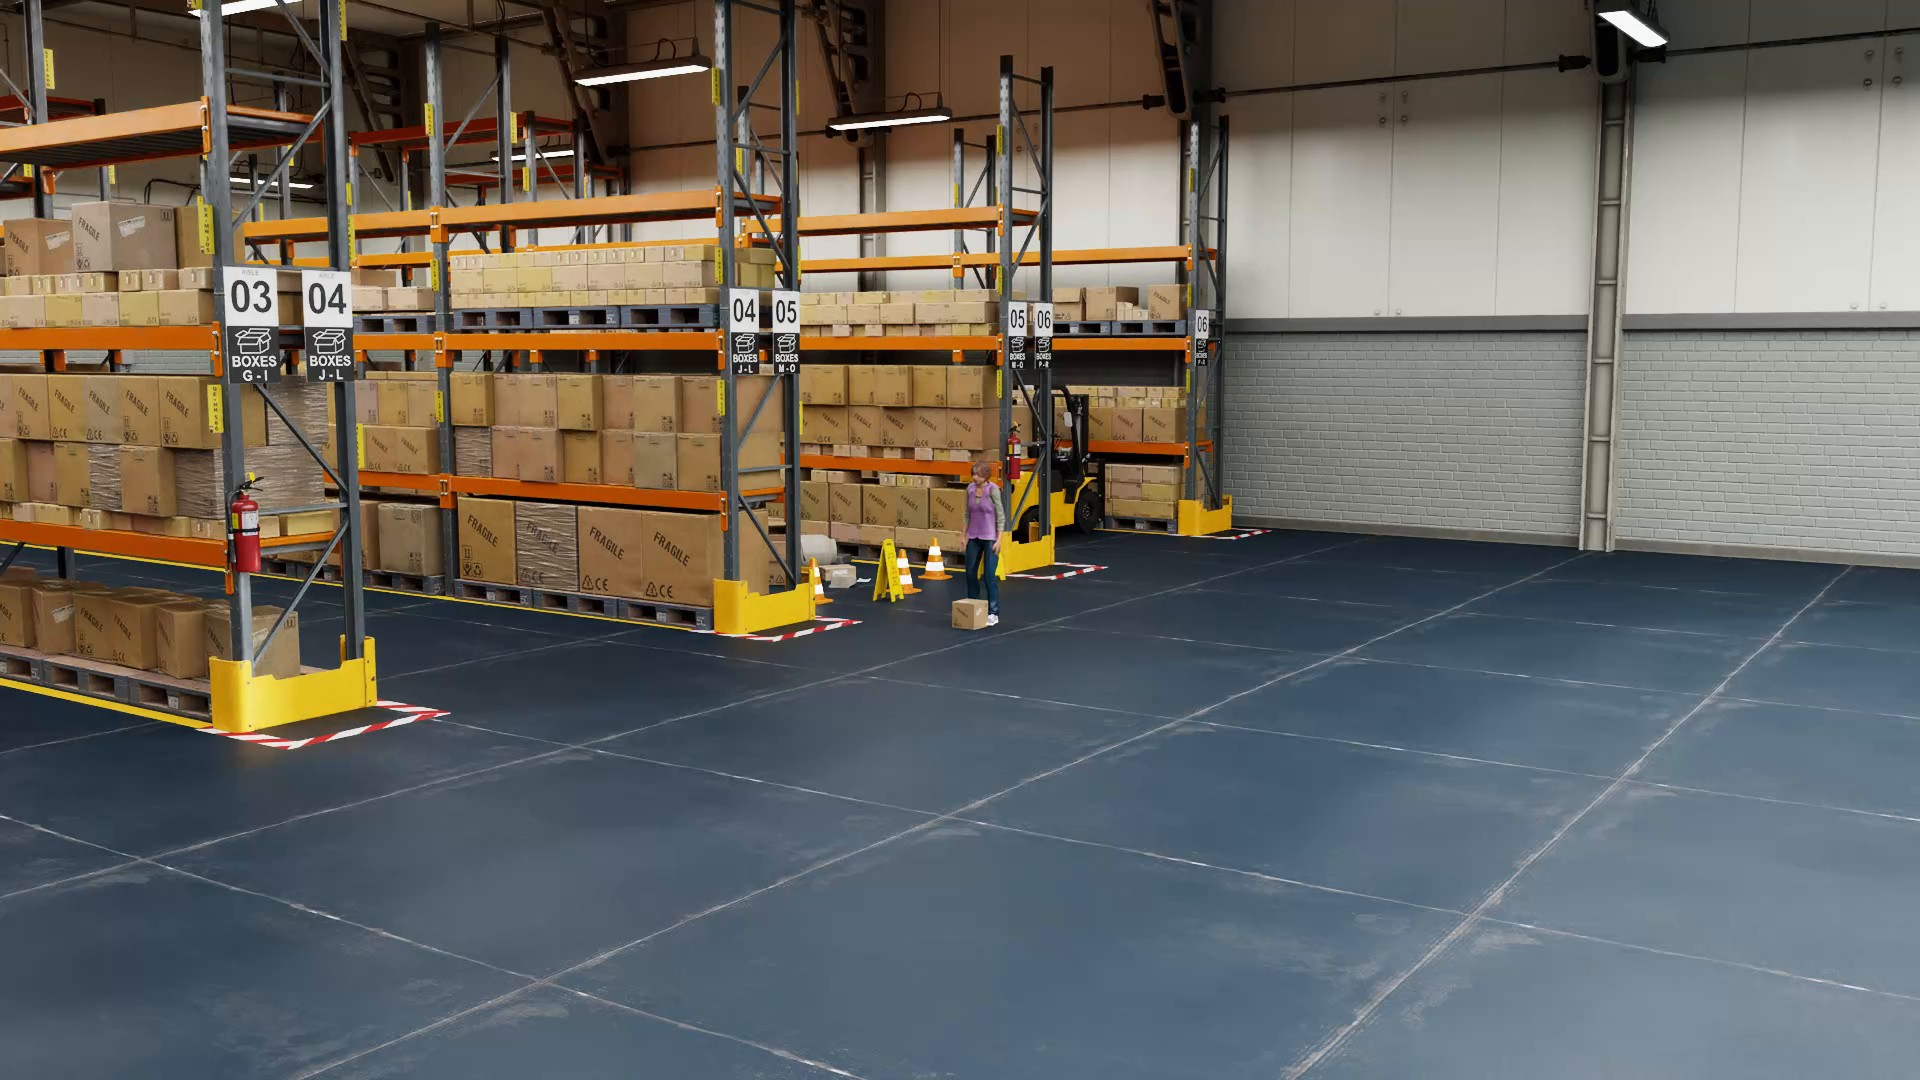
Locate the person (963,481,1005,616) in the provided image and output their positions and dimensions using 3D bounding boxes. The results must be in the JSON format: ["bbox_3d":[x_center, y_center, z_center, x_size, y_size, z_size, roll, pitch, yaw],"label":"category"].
[{"bbox_3d":[0.238,0.083,16.064,0.459,1.327,0.289,4,8,34],"label":"person"}]
